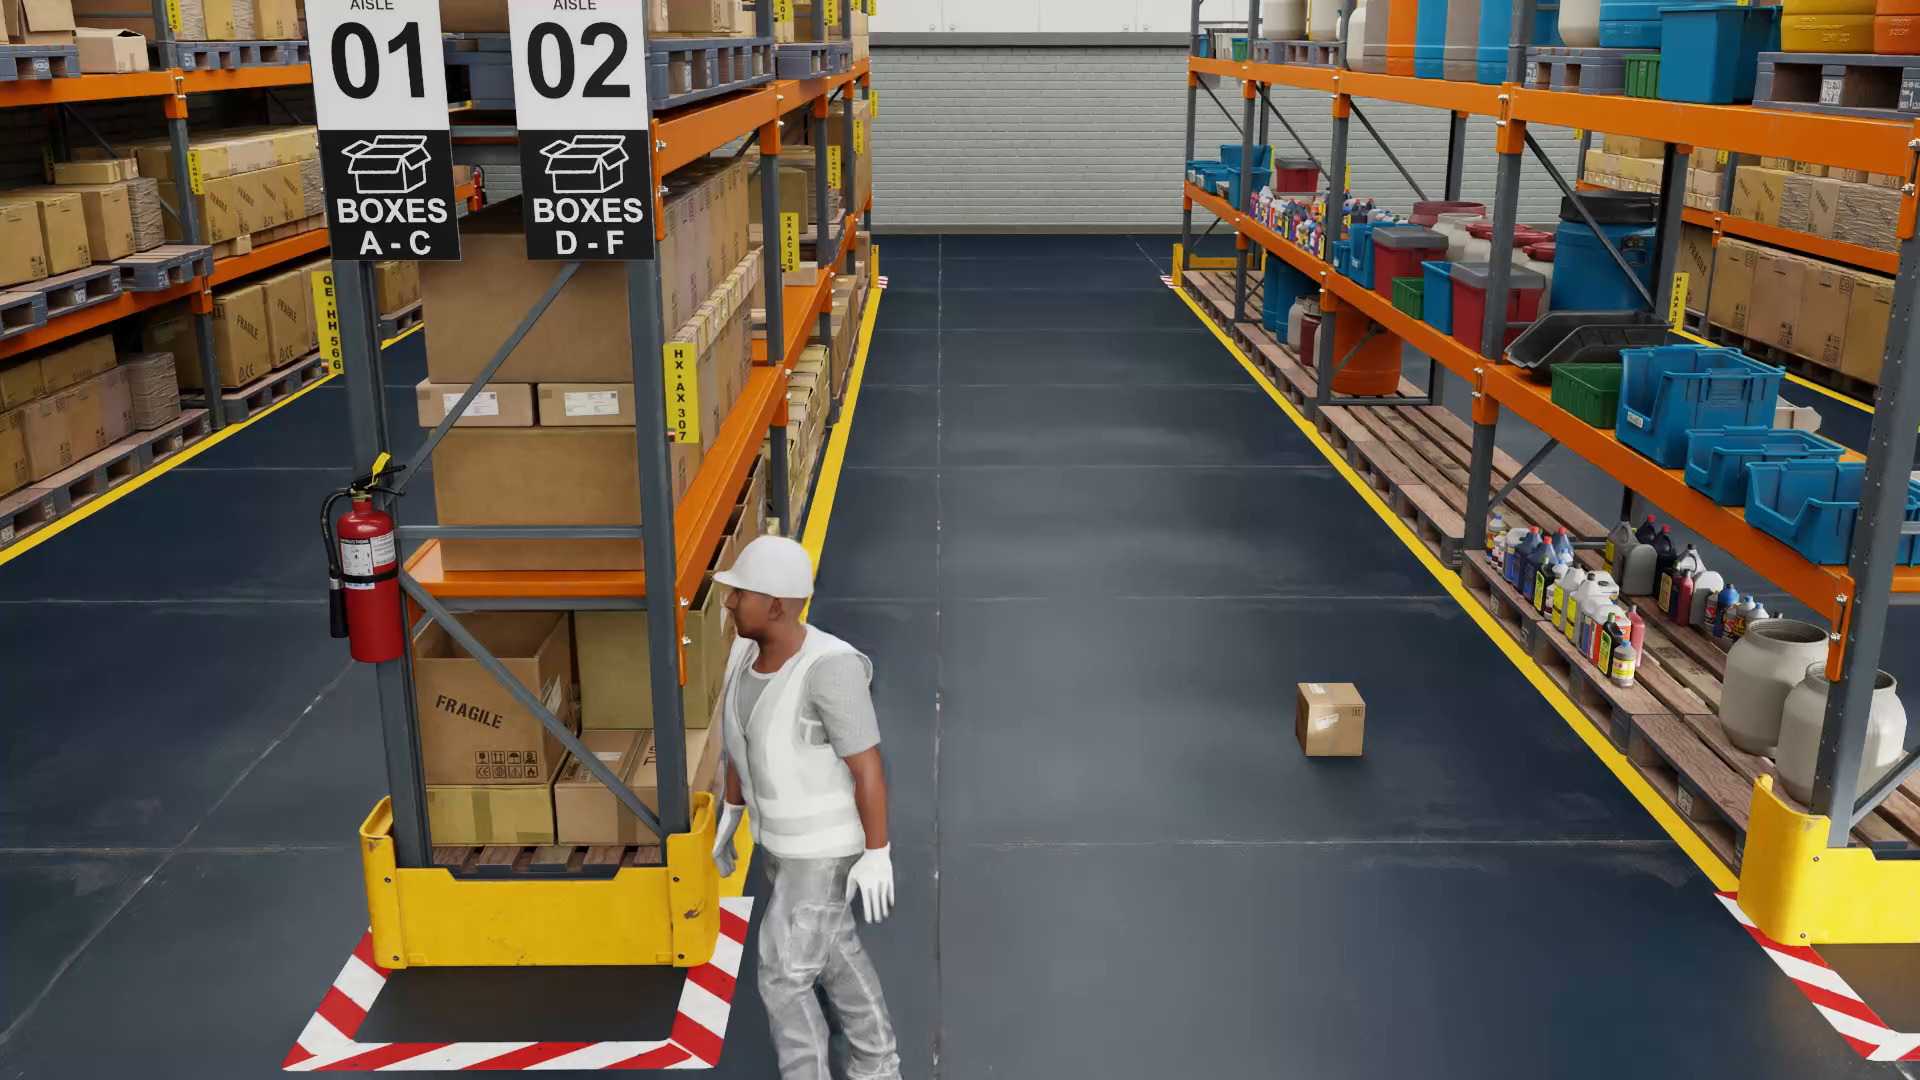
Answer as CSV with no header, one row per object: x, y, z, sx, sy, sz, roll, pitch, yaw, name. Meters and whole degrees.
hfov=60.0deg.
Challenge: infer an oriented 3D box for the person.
-0.462,0.861,4.684,0.604,1.798,0.626,-10,20,-30,person
